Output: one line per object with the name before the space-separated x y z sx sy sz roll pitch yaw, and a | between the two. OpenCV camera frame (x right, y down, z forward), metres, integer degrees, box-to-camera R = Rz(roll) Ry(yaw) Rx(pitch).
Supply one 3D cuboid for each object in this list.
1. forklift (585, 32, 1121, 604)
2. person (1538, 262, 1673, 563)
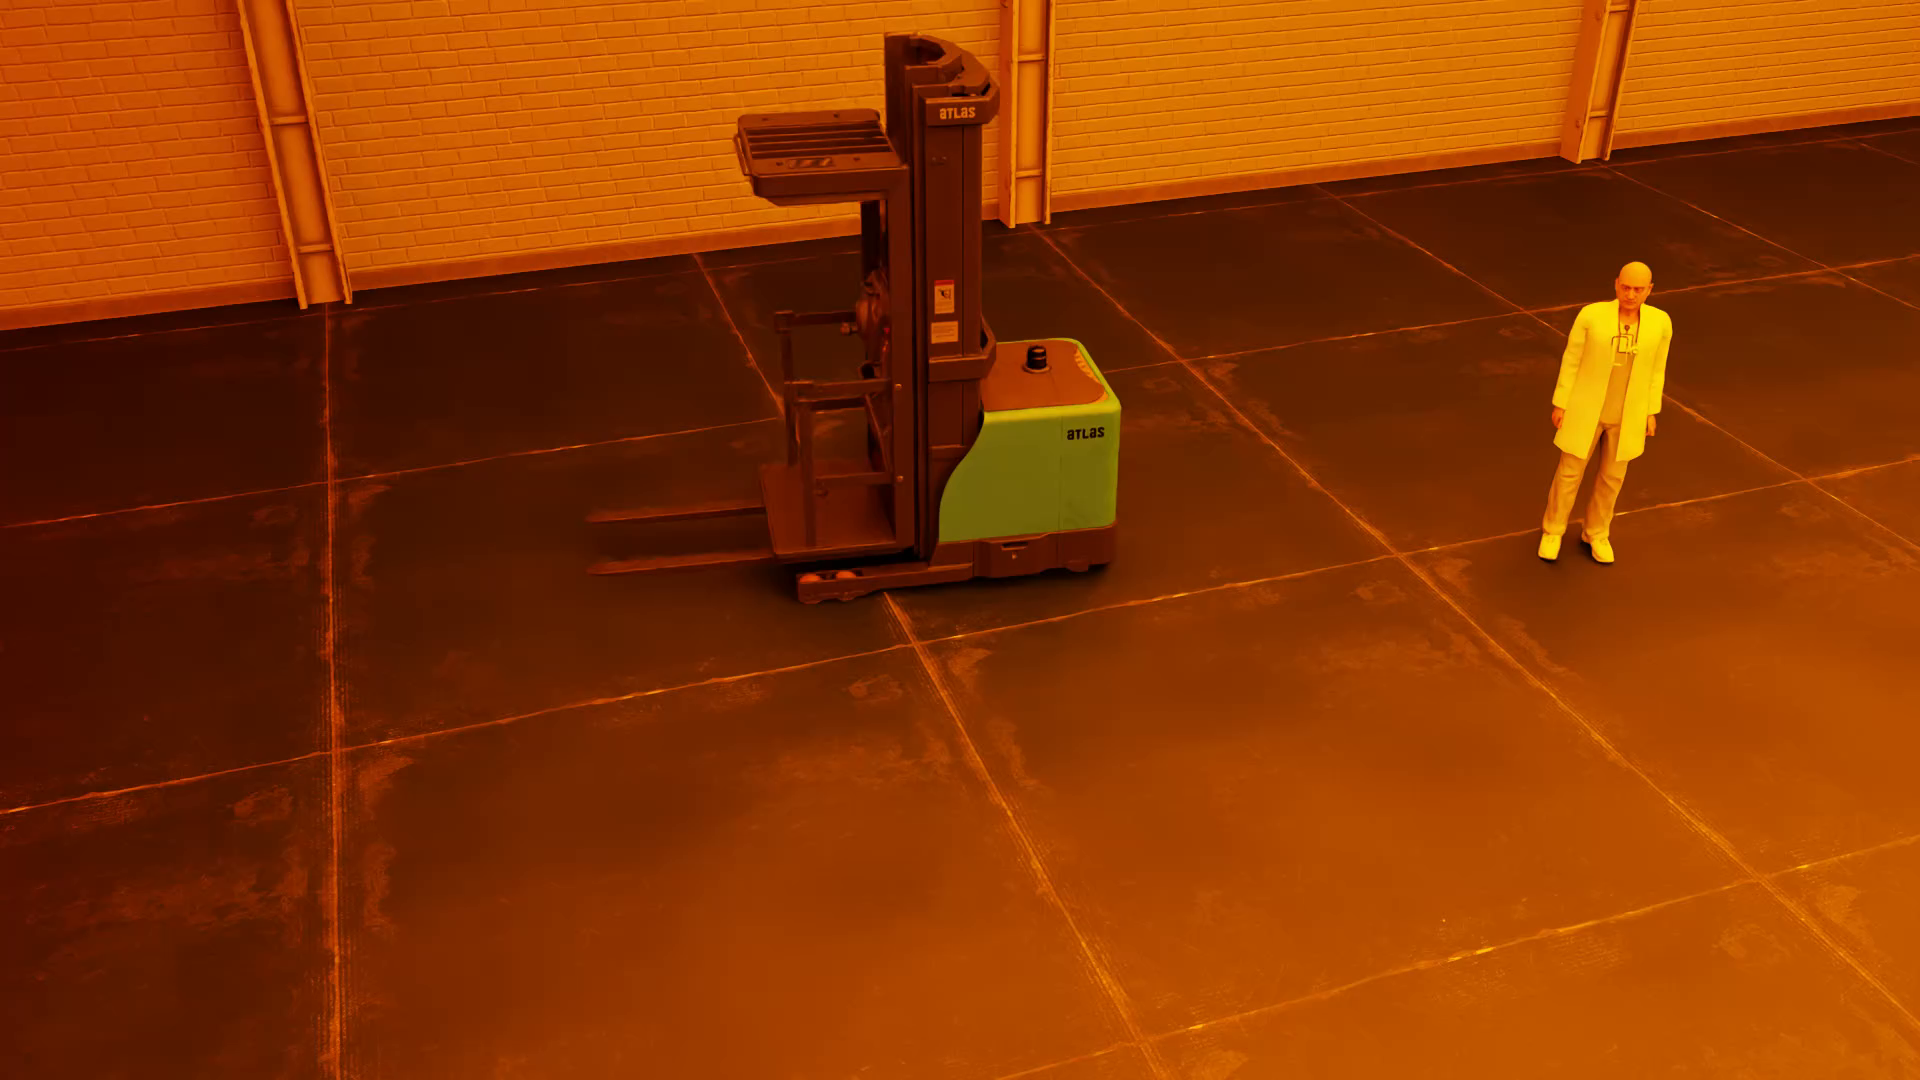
forklift | -0.659 -1.194 9.162 3.031 2.935 1.130 -5 30 -9
person | 3.685 -0.714 9.479 0.593 1.783 0.393 5 30 9
